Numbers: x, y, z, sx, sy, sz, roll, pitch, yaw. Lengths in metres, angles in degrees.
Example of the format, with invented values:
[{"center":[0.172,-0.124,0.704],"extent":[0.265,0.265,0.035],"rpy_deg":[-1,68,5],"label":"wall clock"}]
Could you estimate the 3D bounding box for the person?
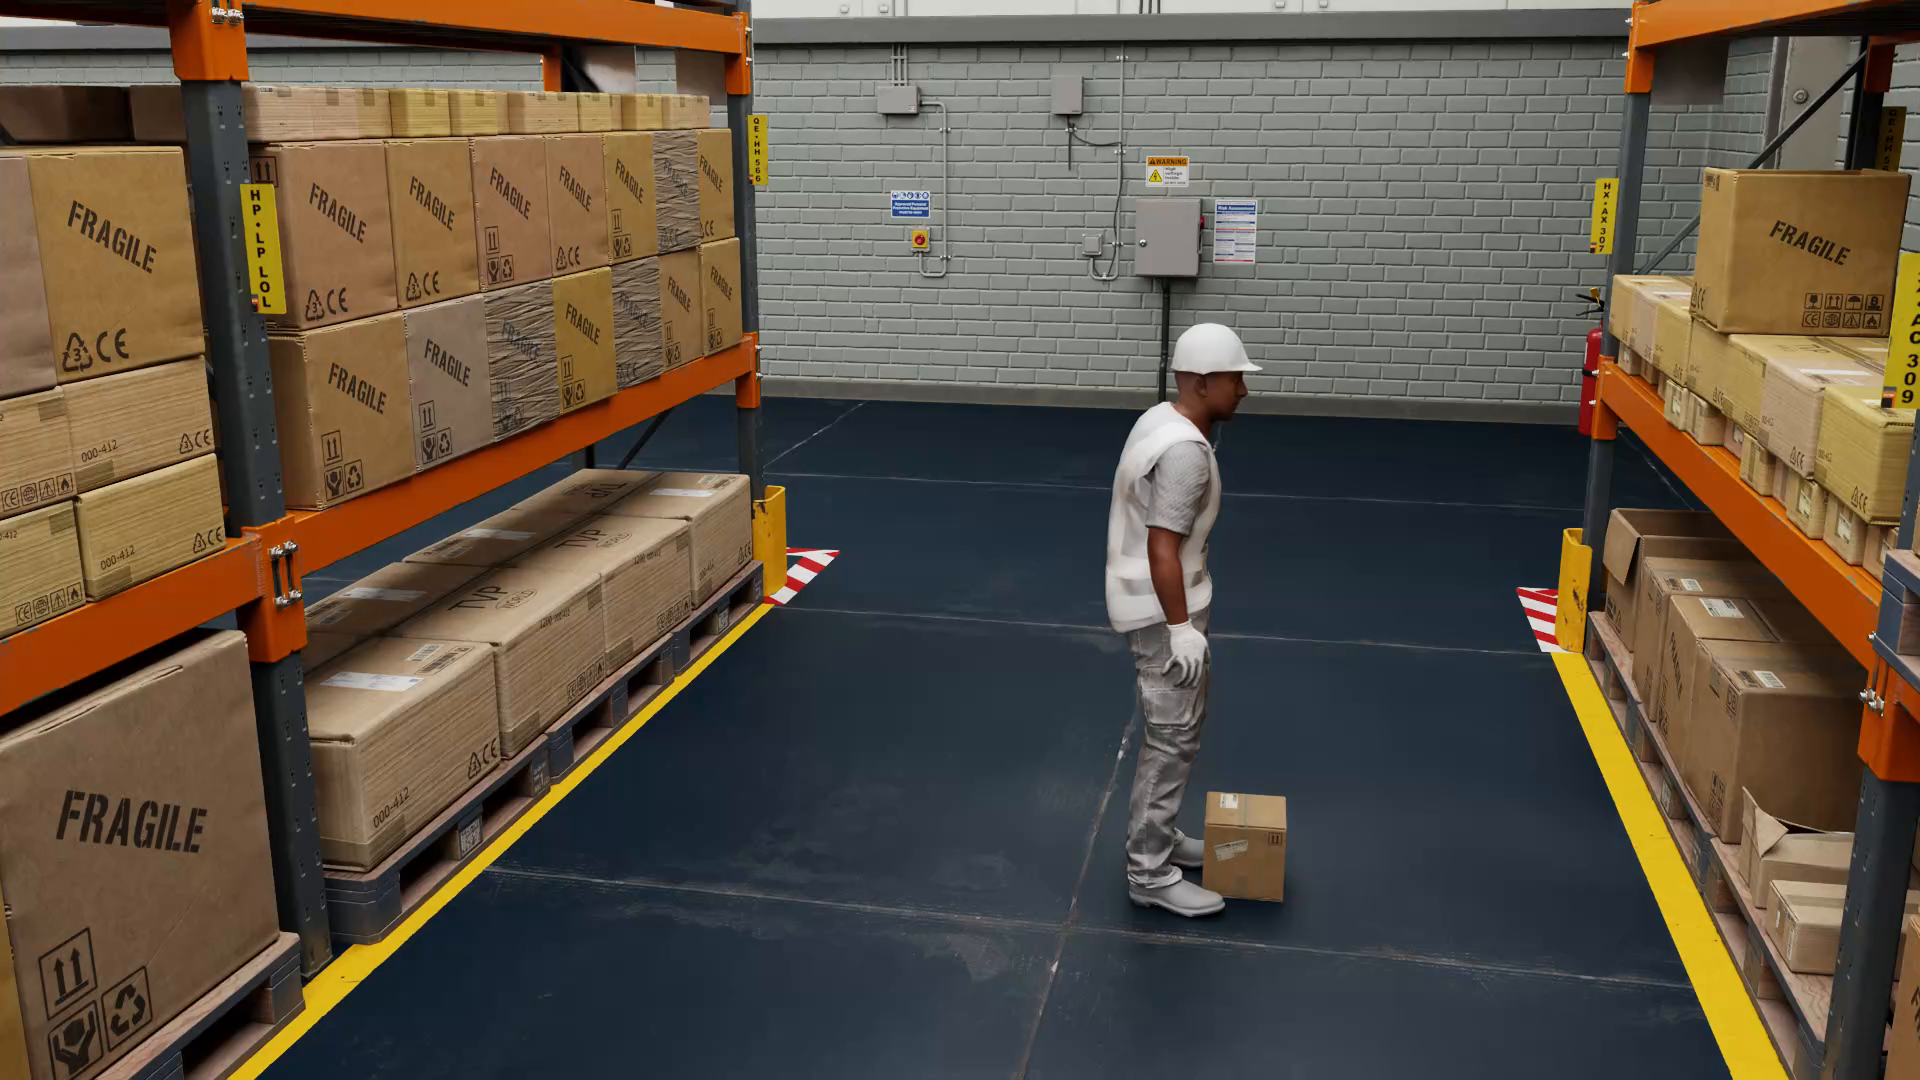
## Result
[{"center":[0.673,0.223,5.127],"extent":[0.451,1.773,0.625],"rpy_deg":[2,15,8],"label":"person"}]
